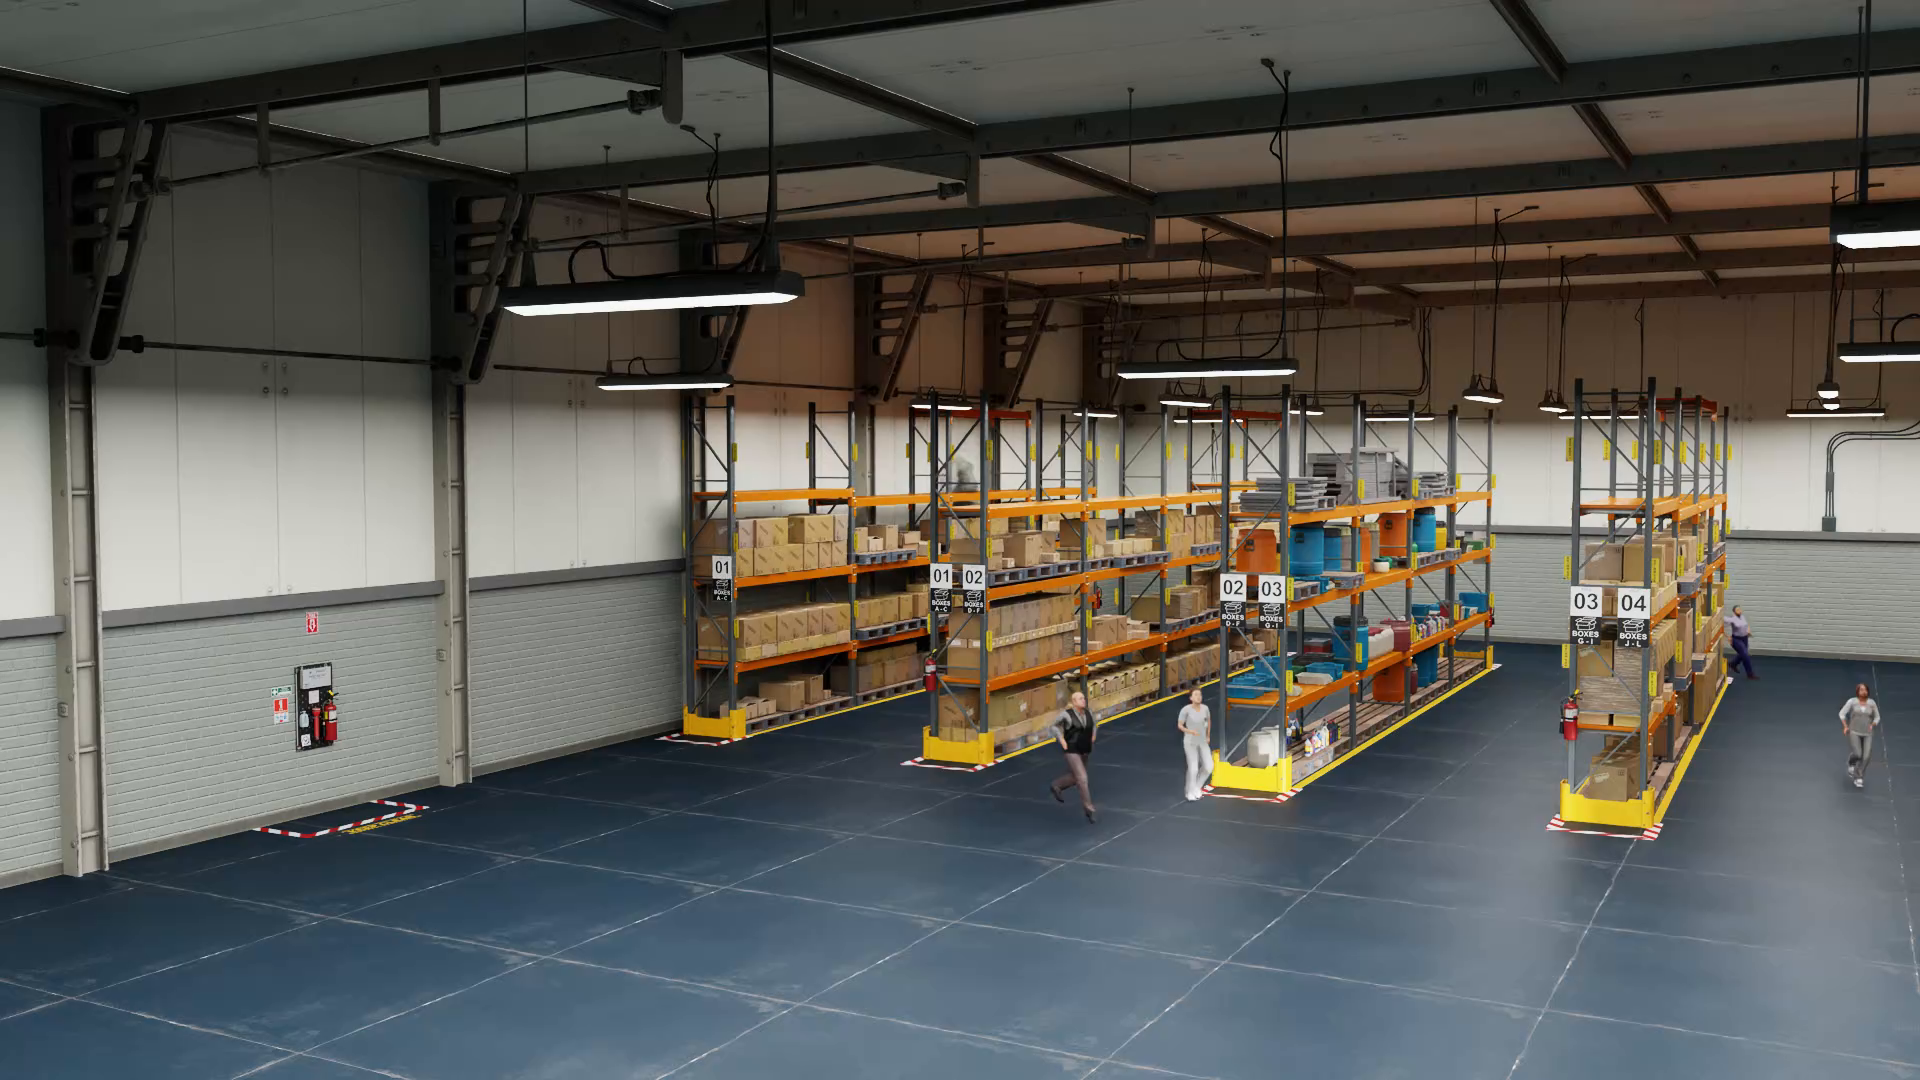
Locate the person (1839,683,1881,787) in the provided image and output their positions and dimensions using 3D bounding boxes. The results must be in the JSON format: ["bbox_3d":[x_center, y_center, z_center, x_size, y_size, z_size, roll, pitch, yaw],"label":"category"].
[{"bbox_3d":[13.472,2.917,24.872,0.533,1.557,0.541,1,3,17],"label":"person"}]

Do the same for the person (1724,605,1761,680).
[{"bbox_3d":[17.278,2.256,36.866,0.685,1.605,0.922,-1,3,-24],"label":"person"}]

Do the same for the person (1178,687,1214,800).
[{"bbox_3d":[3.398,2.919,23.779,0.566,1.629,0.547,-1,3,-16],"label":"person"}]

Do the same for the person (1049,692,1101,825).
[{"bbox_3d":[1.605,2.947,22.852,0.623,1.742,1.110,-3,4,-41],"label":"person"}]
